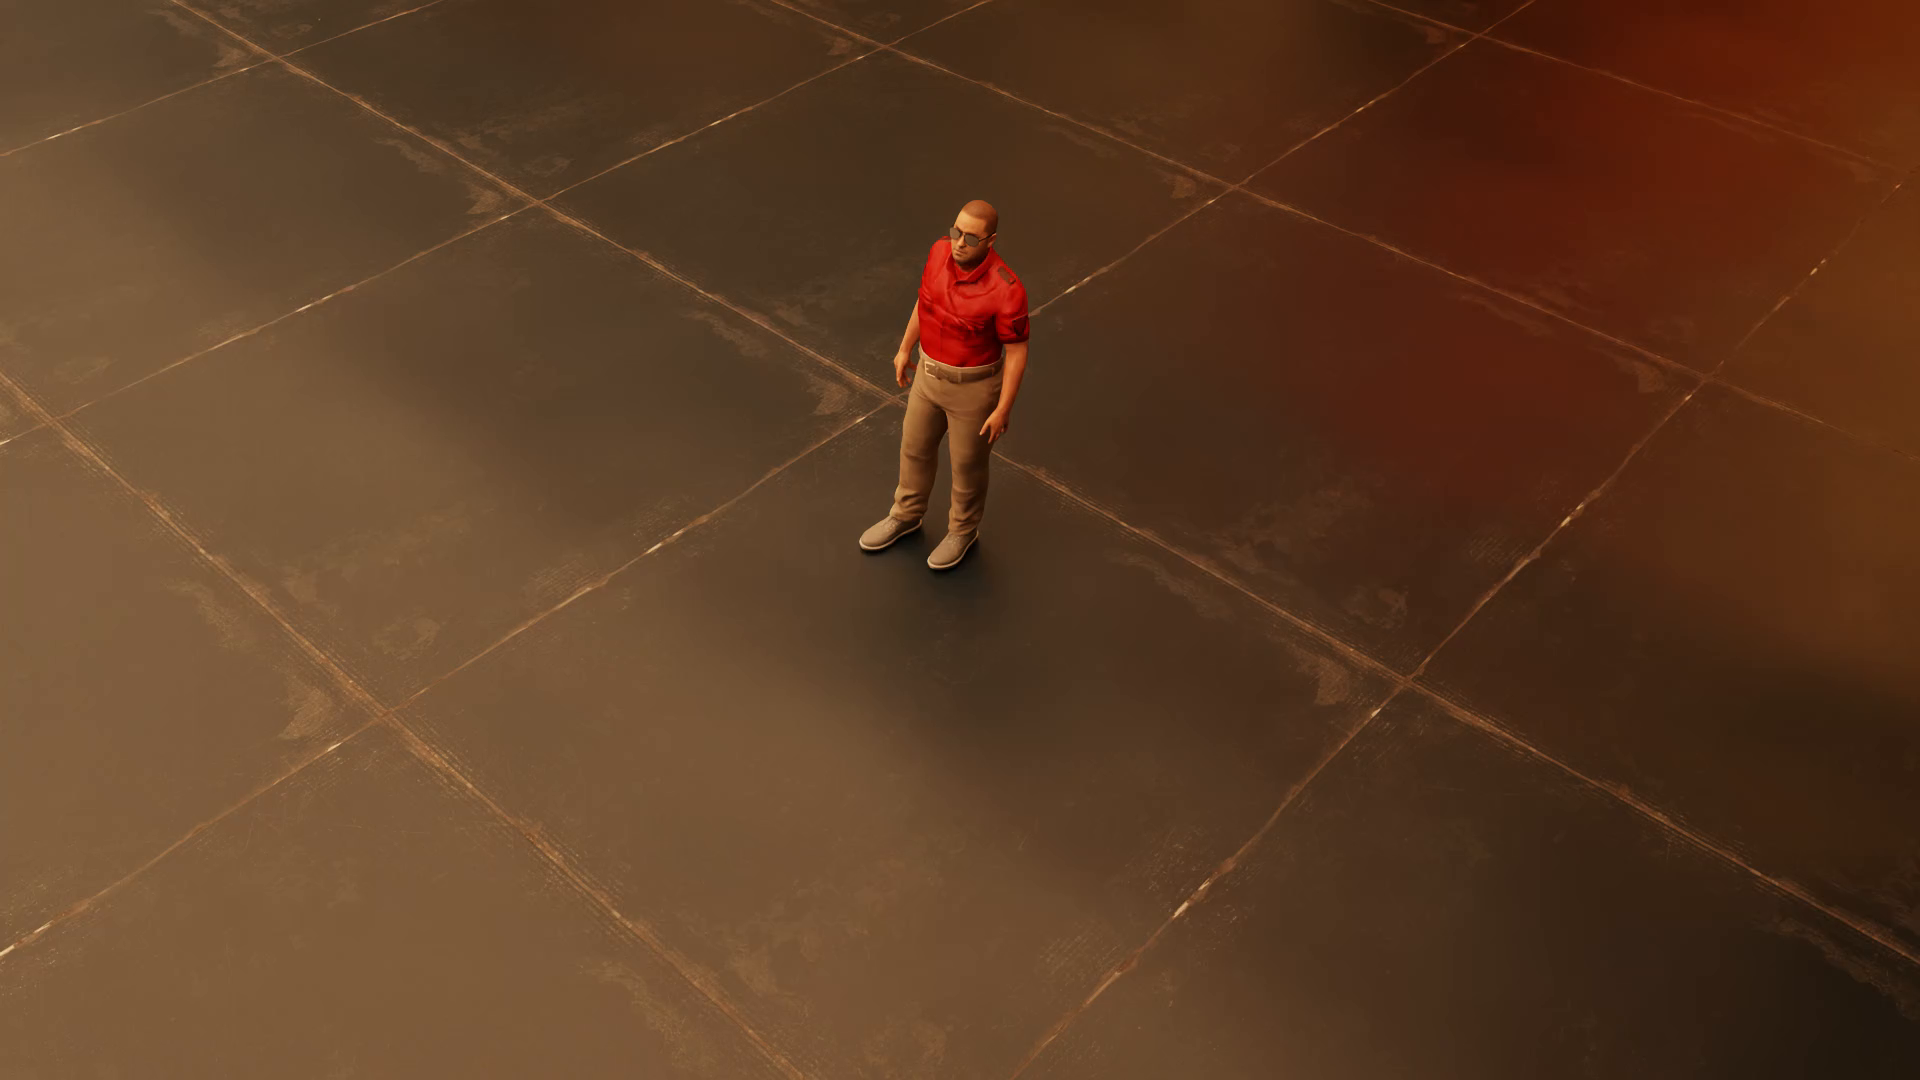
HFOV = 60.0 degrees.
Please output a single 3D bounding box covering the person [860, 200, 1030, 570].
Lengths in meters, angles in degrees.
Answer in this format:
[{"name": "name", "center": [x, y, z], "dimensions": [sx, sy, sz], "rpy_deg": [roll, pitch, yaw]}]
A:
[{"name": "person", "center": [-0.070, -0.624, 7.068], "dimensions": [0.640, 1.727, 0.551], "rpy_deg": [31, 49, 31]}]
